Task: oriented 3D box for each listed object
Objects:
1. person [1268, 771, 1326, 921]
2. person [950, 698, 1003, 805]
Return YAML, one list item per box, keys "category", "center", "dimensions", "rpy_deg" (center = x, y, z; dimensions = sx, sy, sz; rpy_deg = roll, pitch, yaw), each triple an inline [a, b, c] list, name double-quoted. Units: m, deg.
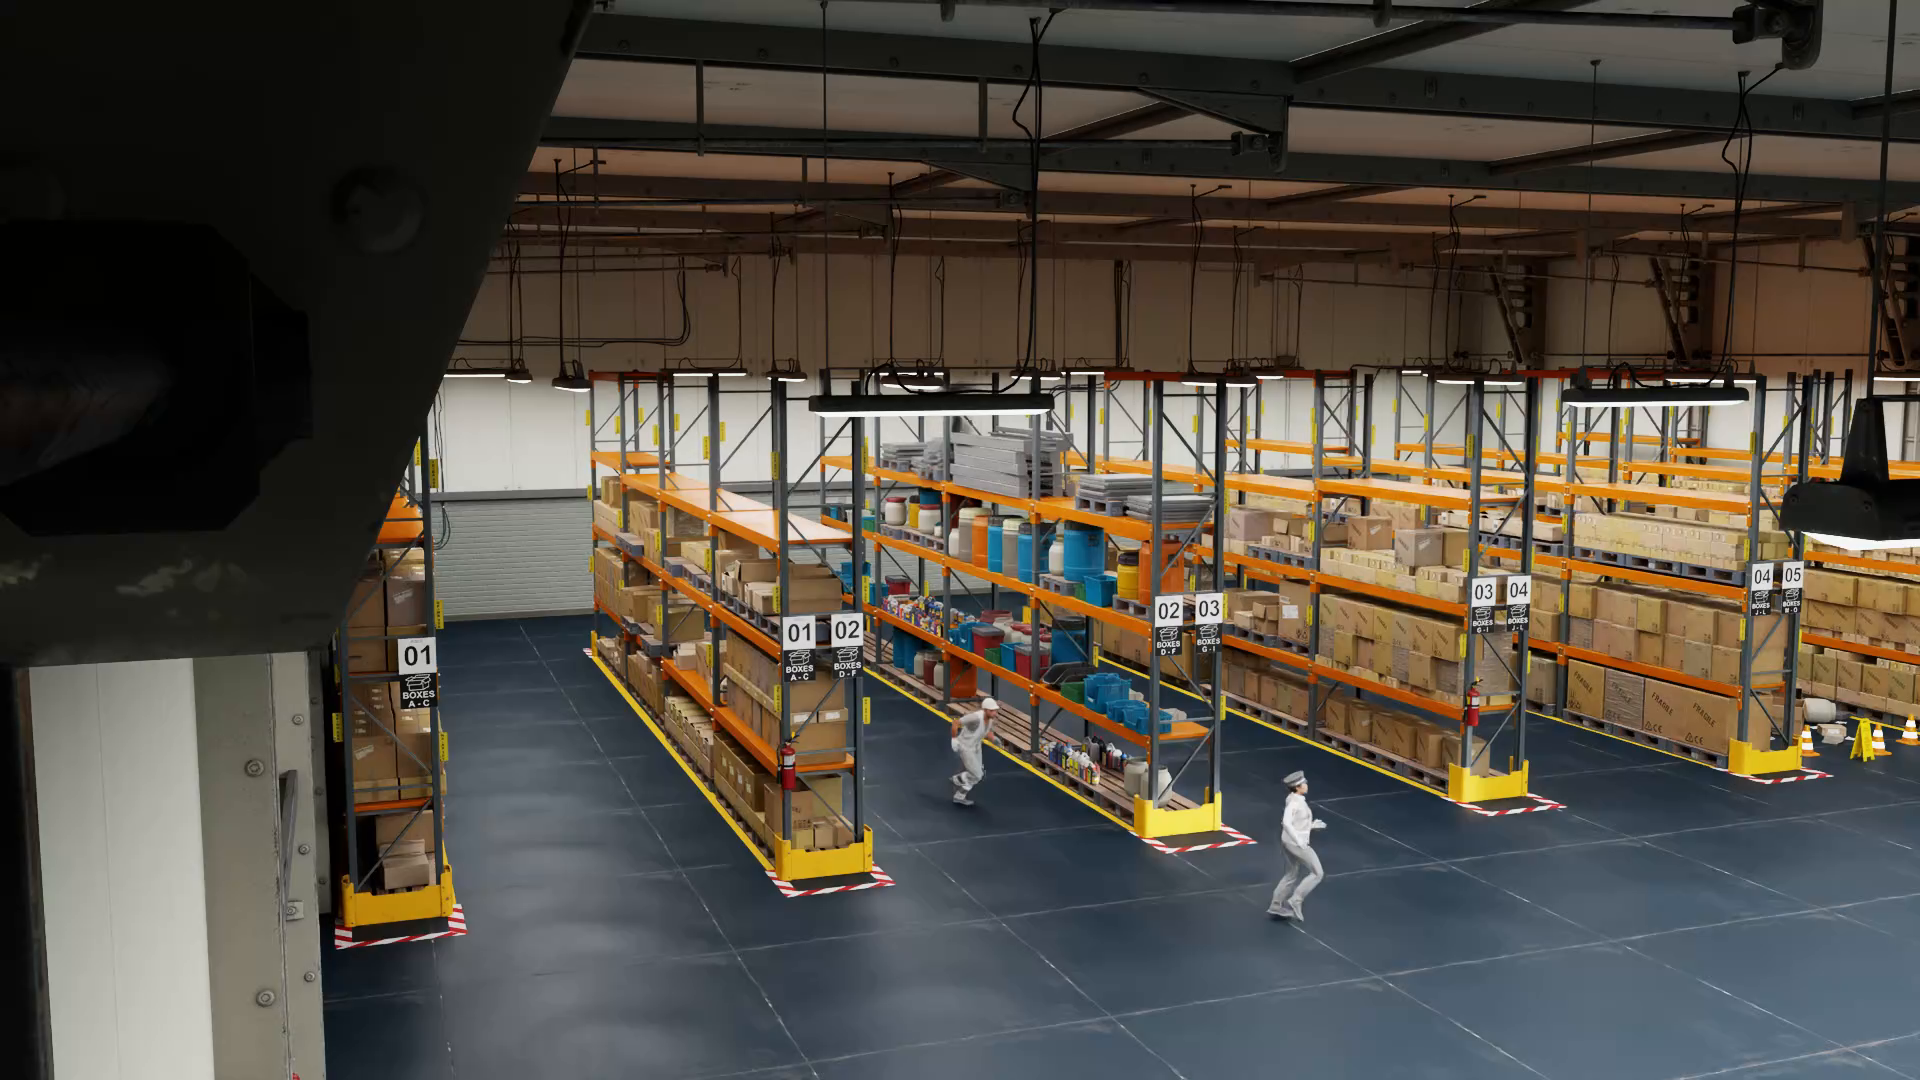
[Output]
- category: "person"
  center: [3.808, 3.422, 18.650]
  dimensions: [0.650, 1.689, 0.588]
  rpy_deg: [0, 6, -3]
- category: "person"
  center: [0.187, 2.962, 23.212]
  dimensions: [0.828, 1.590, 0.693]
  rpy_deg: [5, 8, 38]
